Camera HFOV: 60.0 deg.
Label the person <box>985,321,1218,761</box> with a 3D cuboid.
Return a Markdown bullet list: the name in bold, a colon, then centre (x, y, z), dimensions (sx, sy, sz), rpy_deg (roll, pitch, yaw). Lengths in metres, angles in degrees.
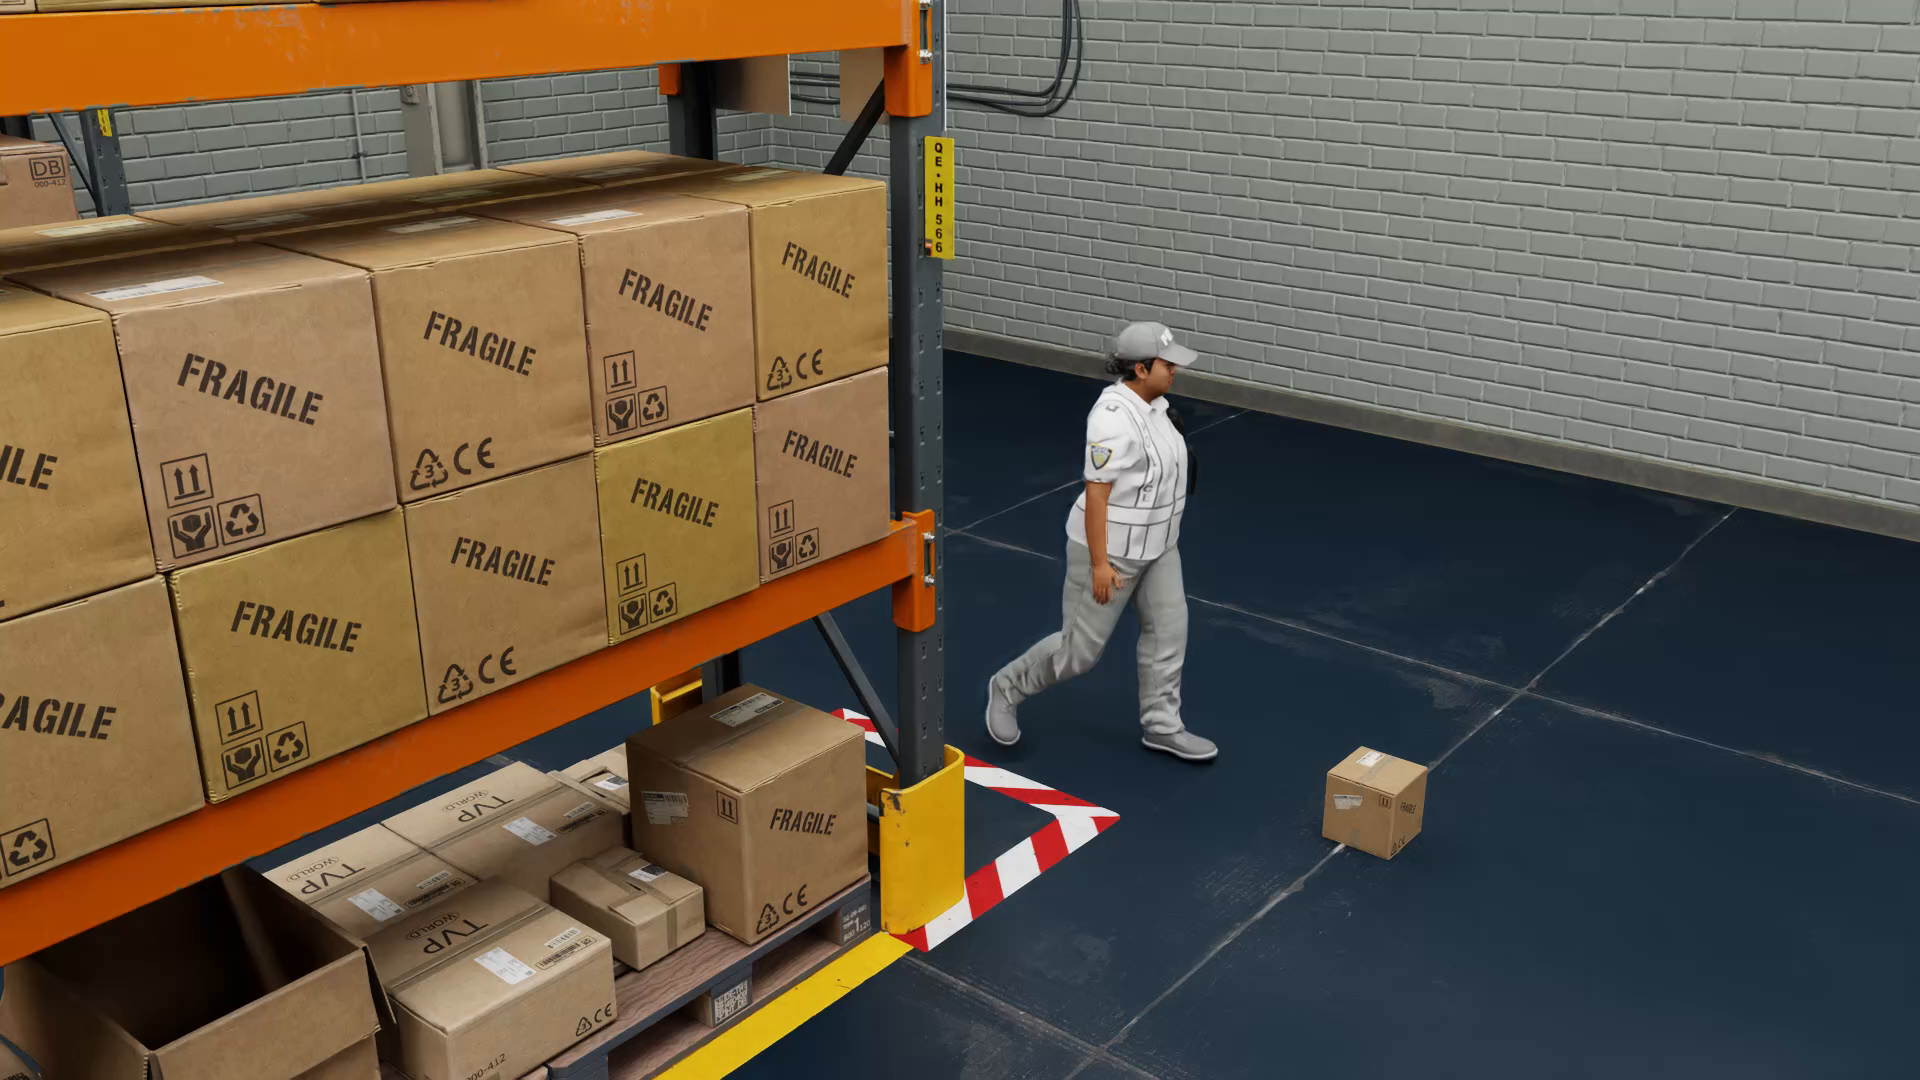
- **person**: centre (0.521, 0.013, 6.011), dimensions (0.839, 1.642, 0.545), rpy_deg (14, 24, 32)
